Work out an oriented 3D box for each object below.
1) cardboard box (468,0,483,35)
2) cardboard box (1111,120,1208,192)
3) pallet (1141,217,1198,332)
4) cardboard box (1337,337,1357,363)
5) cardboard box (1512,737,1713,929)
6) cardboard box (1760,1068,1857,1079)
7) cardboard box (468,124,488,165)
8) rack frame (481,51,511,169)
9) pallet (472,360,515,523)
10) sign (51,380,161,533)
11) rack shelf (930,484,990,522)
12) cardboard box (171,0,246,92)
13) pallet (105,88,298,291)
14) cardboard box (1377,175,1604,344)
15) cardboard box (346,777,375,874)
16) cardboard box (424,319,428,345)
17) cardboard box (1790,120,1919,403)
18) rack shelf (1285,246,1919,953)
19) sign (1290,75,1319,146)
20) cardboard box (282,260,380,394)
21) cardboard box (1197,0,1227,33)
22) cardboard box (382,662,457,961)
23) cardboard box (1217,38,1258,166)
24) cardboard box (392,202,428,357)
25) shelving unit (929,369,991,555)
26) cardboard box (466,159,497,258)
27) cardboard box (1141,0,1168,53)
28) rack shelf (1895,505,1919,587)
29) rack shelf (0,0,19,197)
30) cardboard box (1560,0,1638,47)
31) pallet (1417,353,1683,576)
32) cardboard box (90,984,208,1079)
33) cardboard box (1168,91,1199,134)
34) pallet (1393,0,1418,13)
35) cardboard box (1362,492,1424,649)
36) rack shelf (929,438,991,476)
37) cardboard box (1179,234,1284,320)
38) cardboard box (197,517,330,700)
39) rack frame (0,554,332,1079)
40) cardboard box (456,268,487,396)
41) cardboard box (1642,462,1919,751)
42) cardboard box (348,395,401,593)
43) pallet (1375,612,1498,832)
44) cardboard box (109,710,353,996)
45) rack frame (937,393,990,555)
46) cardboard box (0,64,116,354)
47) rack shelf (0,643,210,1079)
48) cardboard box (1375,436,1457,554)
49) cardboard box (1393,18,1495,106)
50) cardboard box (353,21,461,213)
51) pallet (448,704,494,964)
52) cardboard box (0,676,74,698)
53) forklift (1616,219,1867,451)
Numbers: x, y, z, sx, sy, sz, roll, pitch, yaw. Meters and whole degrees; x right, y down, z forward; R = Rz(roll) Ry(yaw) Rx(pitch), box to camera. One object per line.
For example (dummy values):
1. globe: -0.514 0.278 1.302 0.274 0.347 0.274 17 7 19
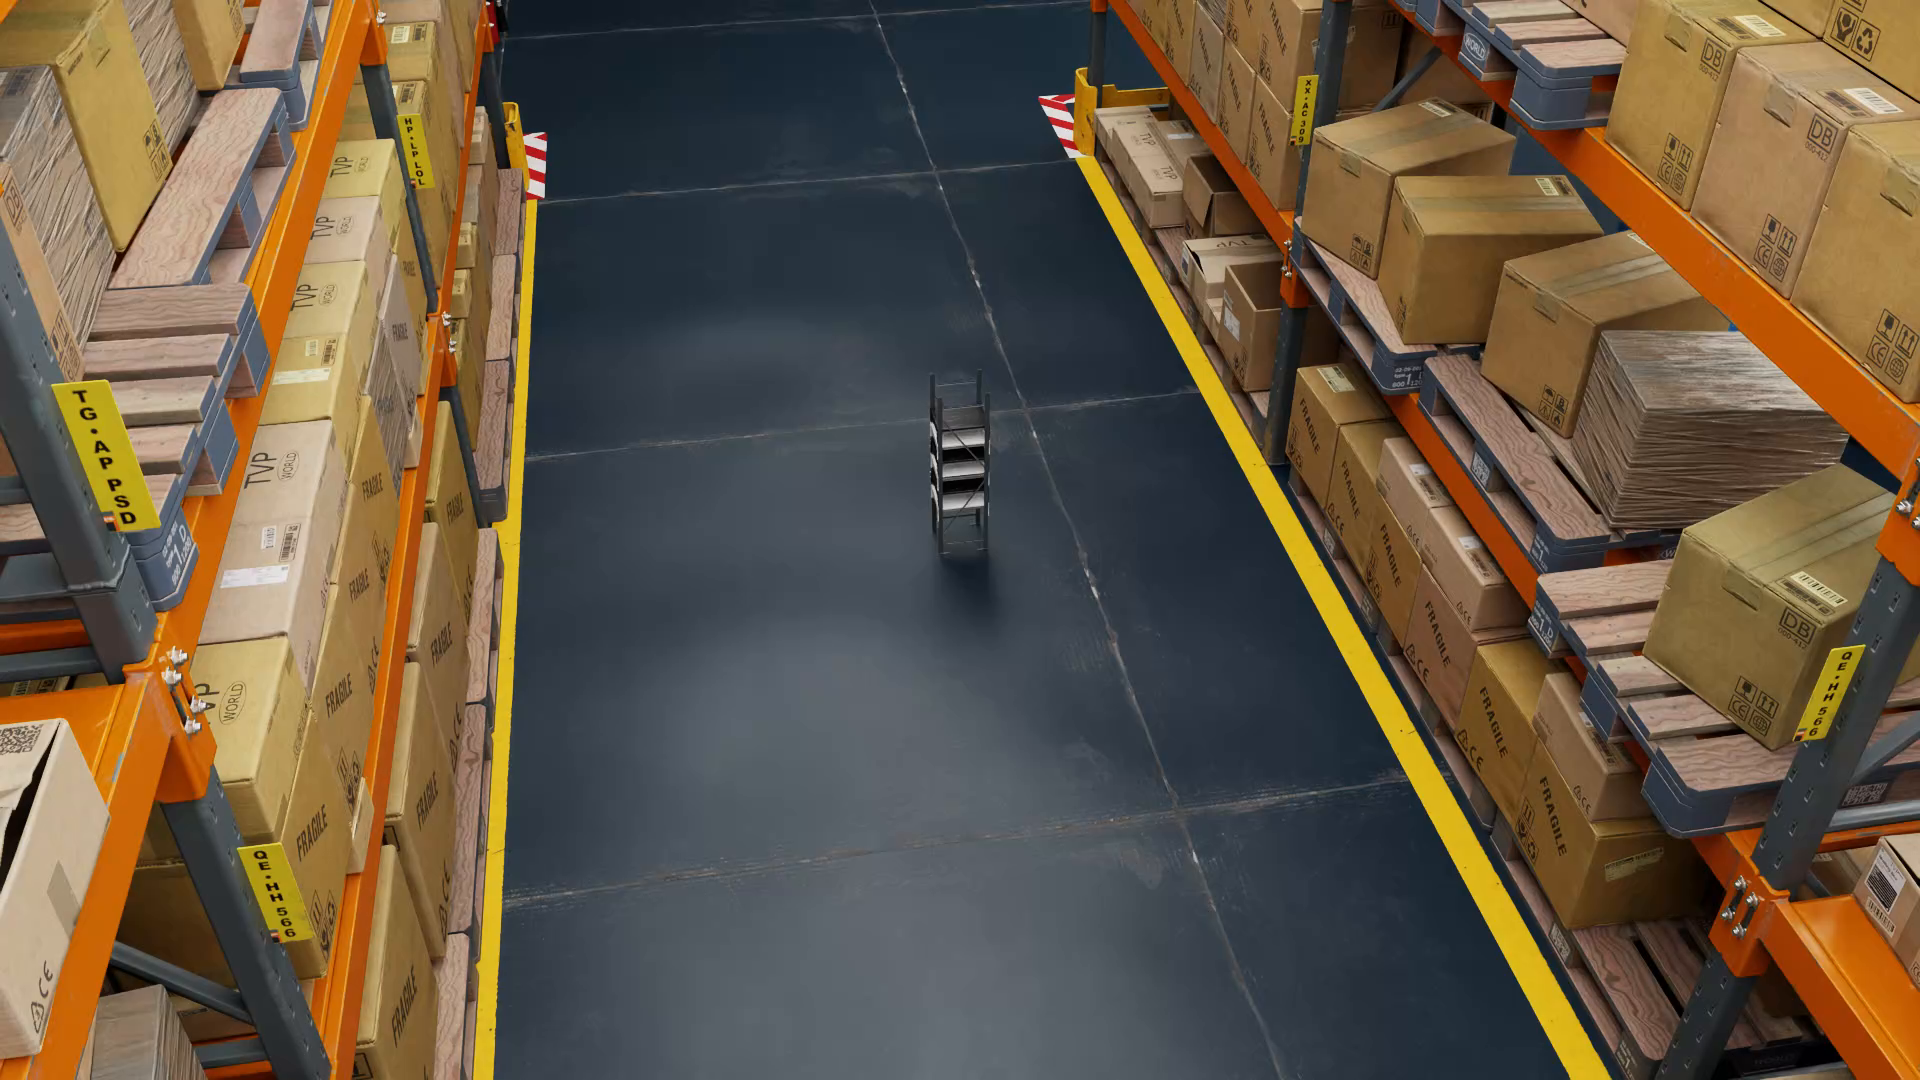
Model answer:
1. cardboard box: -3.393 -3.346 9.768 0.980 0.700 0.700 -5 38 -6
2. cardboard box: 1.287 -2.497 10.801 0.500 0.250 0.500 -6 38 -8
3. pallet: 1.748 -1.706 10.174 1.003 0.211 1.213 -6 38 -8
4. cardboard box: 2.224 -1.043 8.880 0.500 0.311 0.500 -6 38 -8
5. cardboard box: 2.391 1.036 6.050 0.500 0.500 0.500 -5 38 -6
6. cardboard box: 2.589 1.809 4.819 0.500 0.311 0.500 -5 38 -6
7. cardboard box: -3.024 -2.345 9.890 0.380 0.149 0.250 -5 38 -7
8. rack frame: -3.493 -3.535 10.255 1.000 3.000 0.127 -6 38 -8
9. pallet: -2.848 -0.485 8.602 1.003 0.211 1.213 -6 38 -8
10. sign: -1.555 -0.149 3.030 0.100 0.325 0.005 -6 38 -8
11. rack shelf: -0.001 -0.192 8.011 0.258 0.077 0.200 -6 38 -8
12. cardboard box: -2.584 -1.644 4.936 0.700 0.500 0.500 -7 38 -9
13. pallet: -2.454 -0.871 4.535 1.003 0.211 1.213 -5 38 -6
14. cardboard box: 2.131 -1.140 6.749 0.700 0.500 0.500 -1 38 -1
15. cardboard box: -1.919 0.842 4.810 0.380 0.149 0.250 -5 38 -7
16. cardboard box: -2.453 -0.854 6.992 0.380 0.149 0.250 -6 38 -8
17. cardboard box: 2.677 -0.722 4.107 0.910 0.500 0.500 -6 38 -8
18. rack shelf: 2.436 -0.162 6.499 1.077 0.370 4.000 -6 38 -8
19. sign: 1.552 -1.933 7.487 0.100 0.325 0.005 -6 38 -8
20. cardboard box: -2.288 -0.707 5.664 0.500 0.250 0.500 -6 38 -7
21. cardboard box: 1.561 -2.979 8.643 0.500 0.500 0.500 -6 38 -8
22. cardboard box: -2.237 0.992 5.838 0.750 0.750 0.750 -6 38 -8
23. cardboard box: 1.653 -2.279 8.557 0.500 0.500 0.500 -5 38 -7
24. cardboard box: -2.462 -1.032 6.693 0.500 0.500 0.500 -7 38 -9
25. shelving unit: -0.001 -0.360 7.880 0.258 0.900 0.210 -6 38 -8
26. cardboard box: -3.184 -1.999 9.973 0.700 0.500 0.500 -6 38 -8
27. cardboard box: 1.383 -3.198 9.740 0.500 0.500 0.500 -6 38 -8
28. rack shelf: 3.137 1.070 2.469 1.077 0.370 4.000 -6 38 -8
29. rack shelf: -2.441 -1.838 4.093 1.077 0.370 4.000 -6 38 -8
30. cardboard box: 2.337 -1.966 5.285 0.600 0.600 0.600 -8 38 -10
31. pallet: 2.441 -0.336 6.294 1.003 0.211 1.213 -6 38 -8
32. cardboard box: -1.998 1.367 3.505 0.700 0.500 0.500 -11 39 -13
33. cardboard box: 1.722 -2.954 11.187 0.500 0.500 0.500 -6 38 -8
34. pallet: 2.130 -2.363 6.454 1.213 0.211 1.003 -6 38 -8
35. cardboard box: 2.115 0.102 7.253 0.500 0.500 0.500 -6 38 -7
36. rack shelf: -0.001 -0.405 7.845 0.258 0.077 0.200 -6 38 -8
37. cardboard box: 1.574 -1.532 9.510 0.500 0.311 0.500 -6 38 -8
38. cardboard box: -2.011 0.210 4.483 0.500 0.250 0.500 -7 38 -9
39. rack frame: -2.090 1.297 4.035 1.000 3.000 0.127 -6 38 -8
40. cardboard box: -2.906 -1.064 8.770 0.700 0.500 0.500 -7 38 -8
41. cardboard box: 2.565 0.189 5.038 0.700 0.500 0.500 -19 42 -23
42. cardboard box: -2.191 -0.119 5.518 0.500 0.500 0.500 -5 38 -7
43. pallet: 2.482 0.673 7.112 1.003 0.211 1.213 -6 38 -8
44. cardboard box: -1.923 0.812 4.320 0.500 0.500 0.500 -5 38 -7
45. rack frame: 0.016 -0.299 7.801 0.240 0.900 0.006 -6 38 -8
46. cardboard box: -2.376 -0.702 3.723 0.700 0.500 0.500 -8 39 -10
47. rack shelf: -1.739 1.605 1.781 1.077 0.370 4.000 -6 38 -8
48. cardboard box: 2.105 -0.214 7.048 0.500 0.250 0.500 -6 38 -8
49. cardboard box: 2.279 -2.403 7.902 0.500 0.500 0.500 -5 38 -7
50. cardboard box: -2.993 -2.008 8.045 0.980 0.700 0.700 -7 38 -9
51. pallet: -2.365 1.179 6.460 1.003 0.211 1.213 -6 38 -8
52. cardboard box: -2.425 0.590 3.994 0.500 0.250 0.500 -5 38 -7
53. forklift: 5.053 -1.911 8.221 3.031 2.935 1.130 27 45 30
